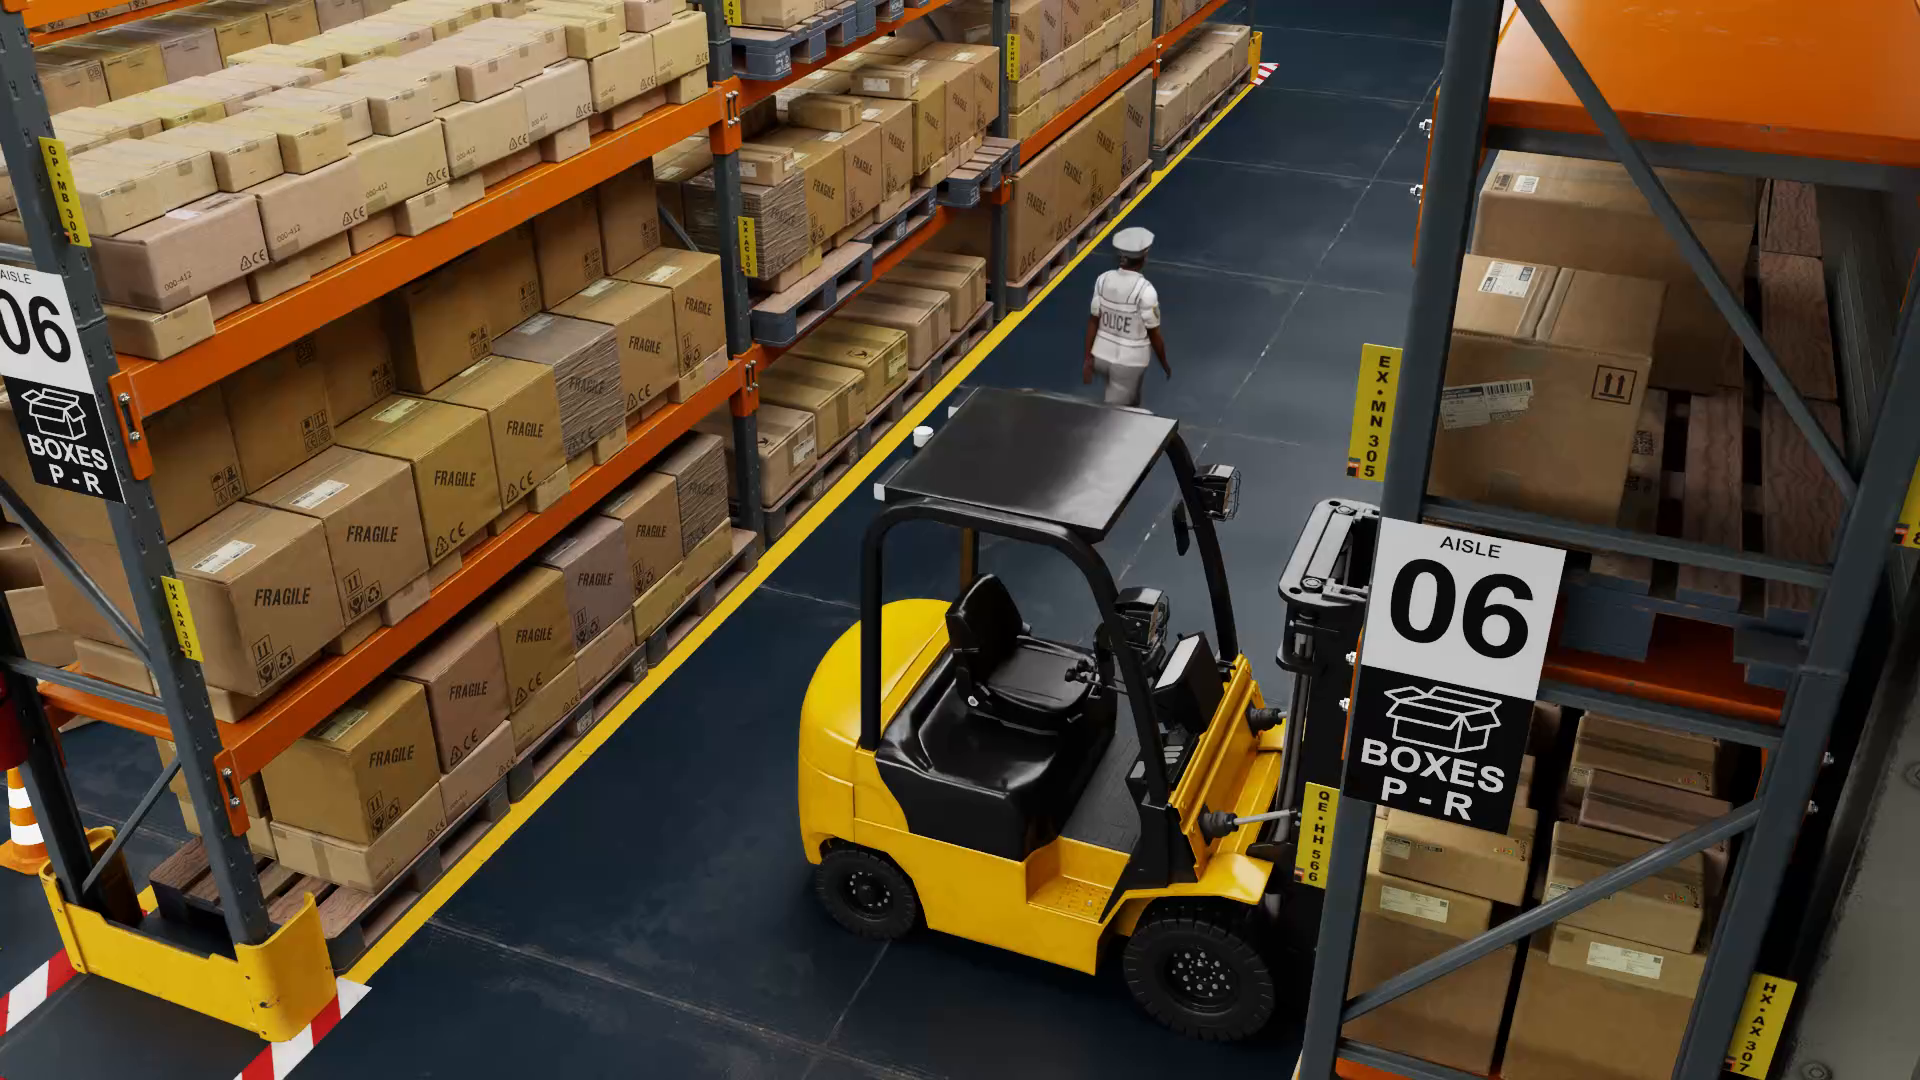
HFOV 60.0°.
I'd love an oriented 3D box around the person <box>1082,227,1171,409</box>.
[{"bbox_3d":[1.004,-1.123,10.337,1.068,1.609,0.454,-23,37,-34],"label":"person"}]
